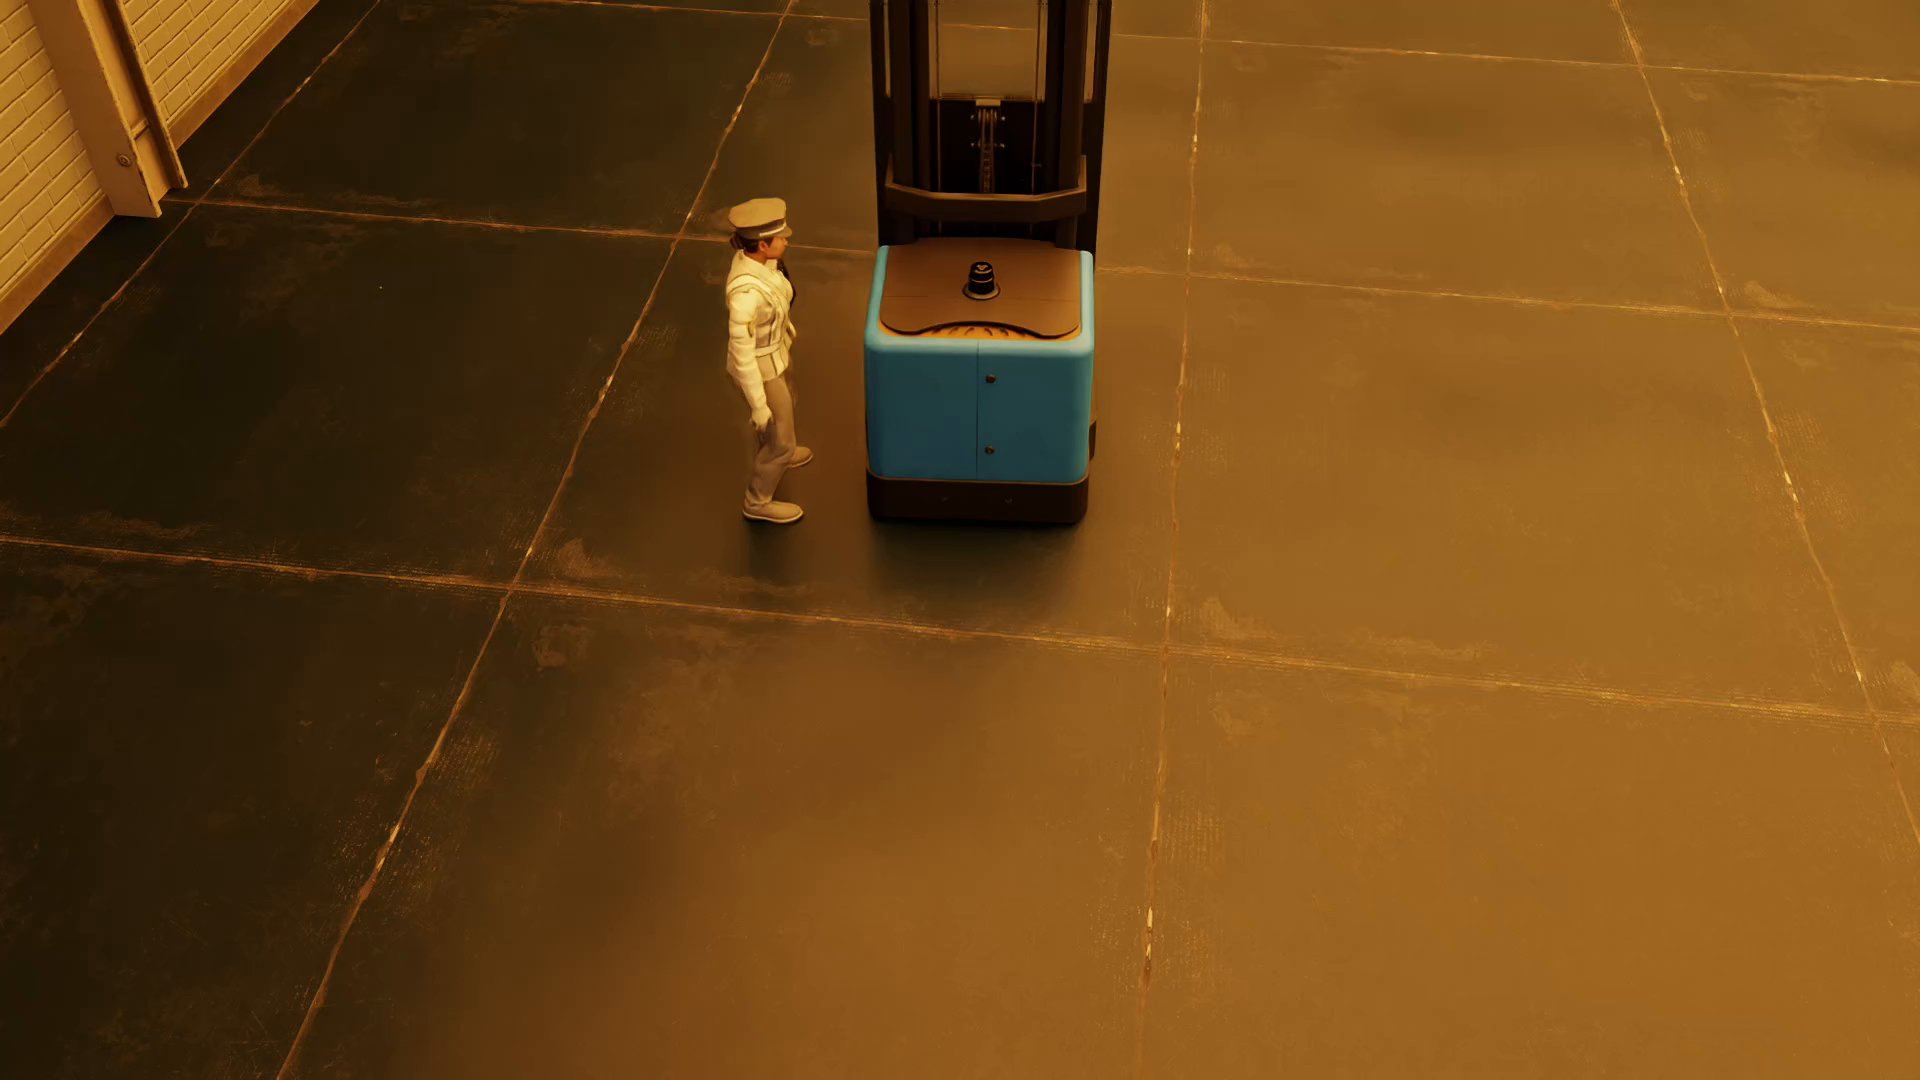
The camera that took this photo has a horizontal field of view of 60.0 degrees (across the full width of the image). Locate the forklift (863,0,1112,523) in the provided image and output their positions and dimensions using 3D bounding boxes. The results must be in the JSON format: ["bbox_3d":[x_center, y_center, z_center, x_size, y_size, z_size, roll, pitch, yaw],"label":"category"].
[{"bbox_3d":[0.149,-2.143,8.057,1.130,2.935,3.031,2,43,2],"label":"forklift"}]

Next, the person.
[{"bbox_3d":[-0.886,-0.804,7.557,0.343,1.640,0.701,0,43,0],"label":"person"}]
